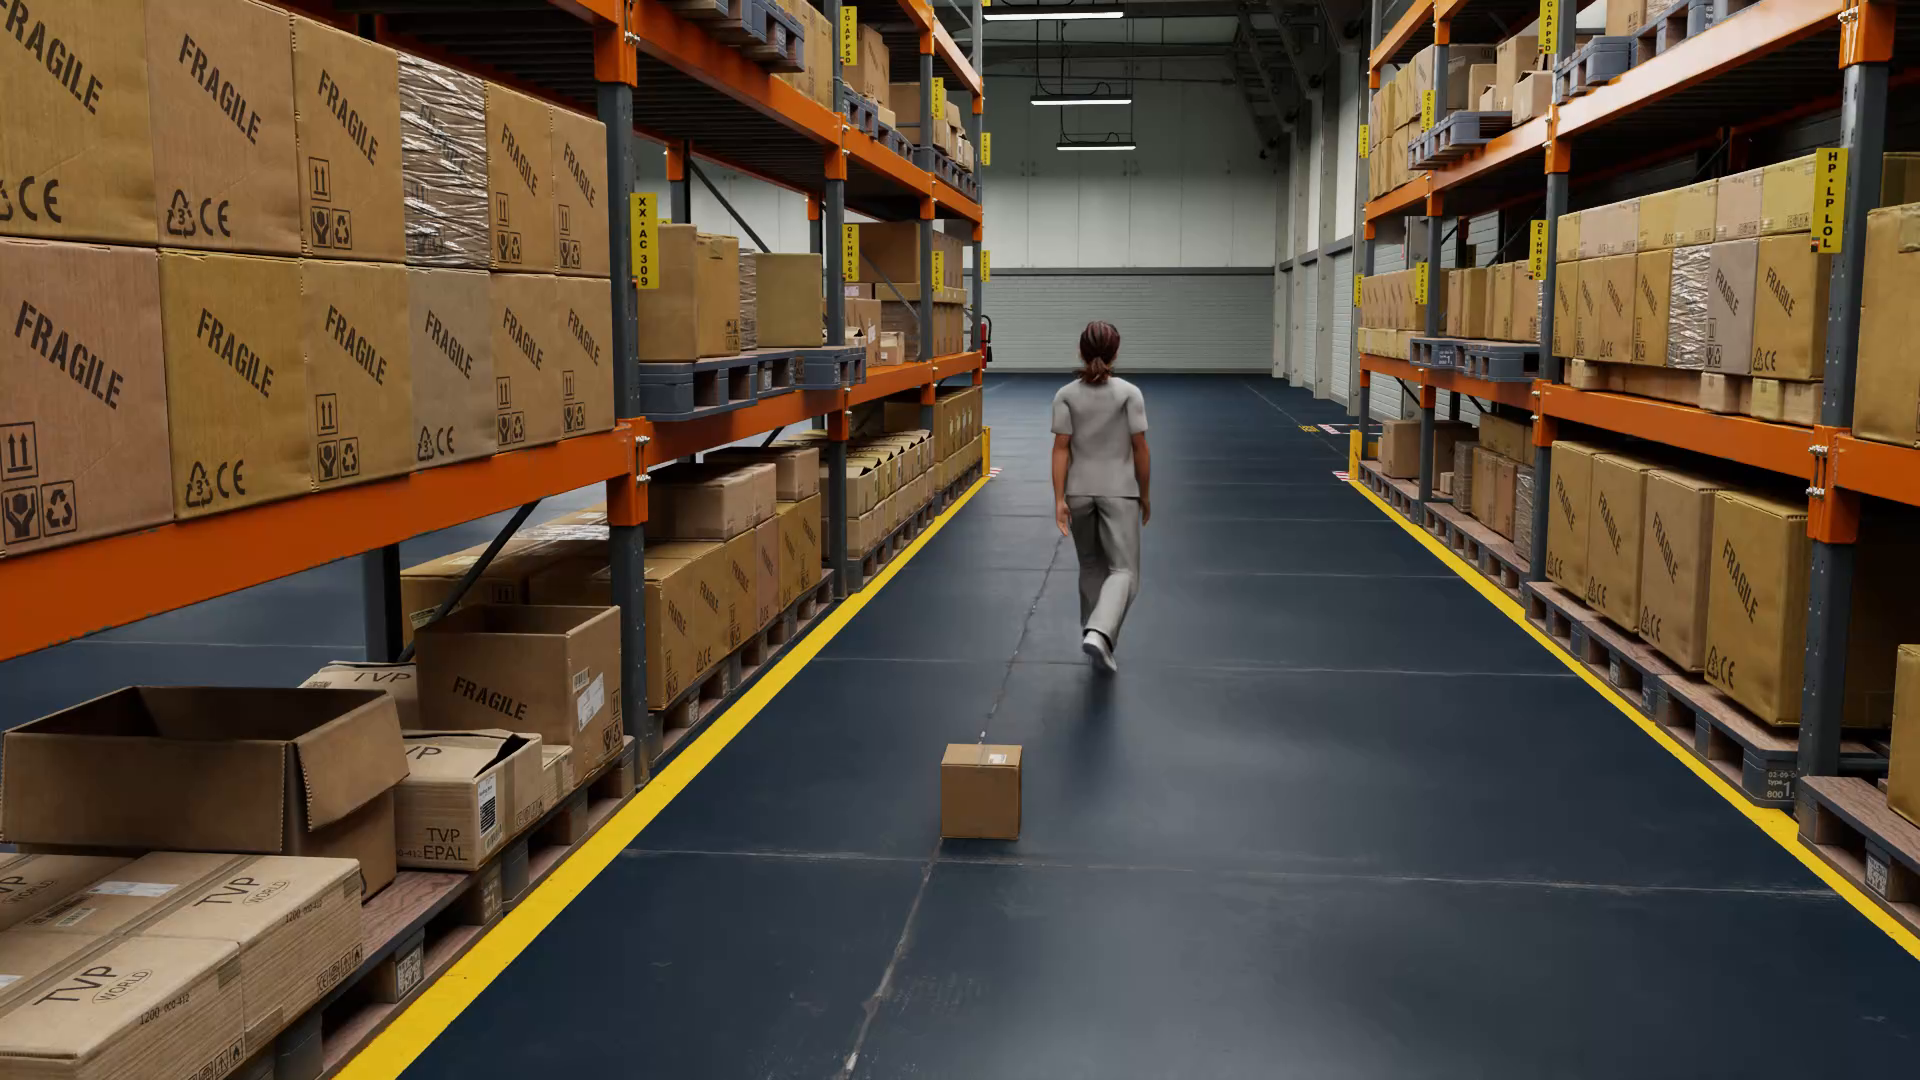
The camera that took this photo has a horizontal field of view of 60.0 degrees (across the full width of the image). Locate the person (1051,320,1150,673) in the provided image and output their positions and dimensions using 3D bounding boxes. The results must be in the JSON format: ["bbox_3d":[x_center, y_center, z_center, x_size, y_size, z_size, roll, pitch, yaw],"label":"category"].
[{"bbox_3d":[0.637,-0.184,7.611,0.438,1.631,0.923,3,8,18],"label":"person"}]
